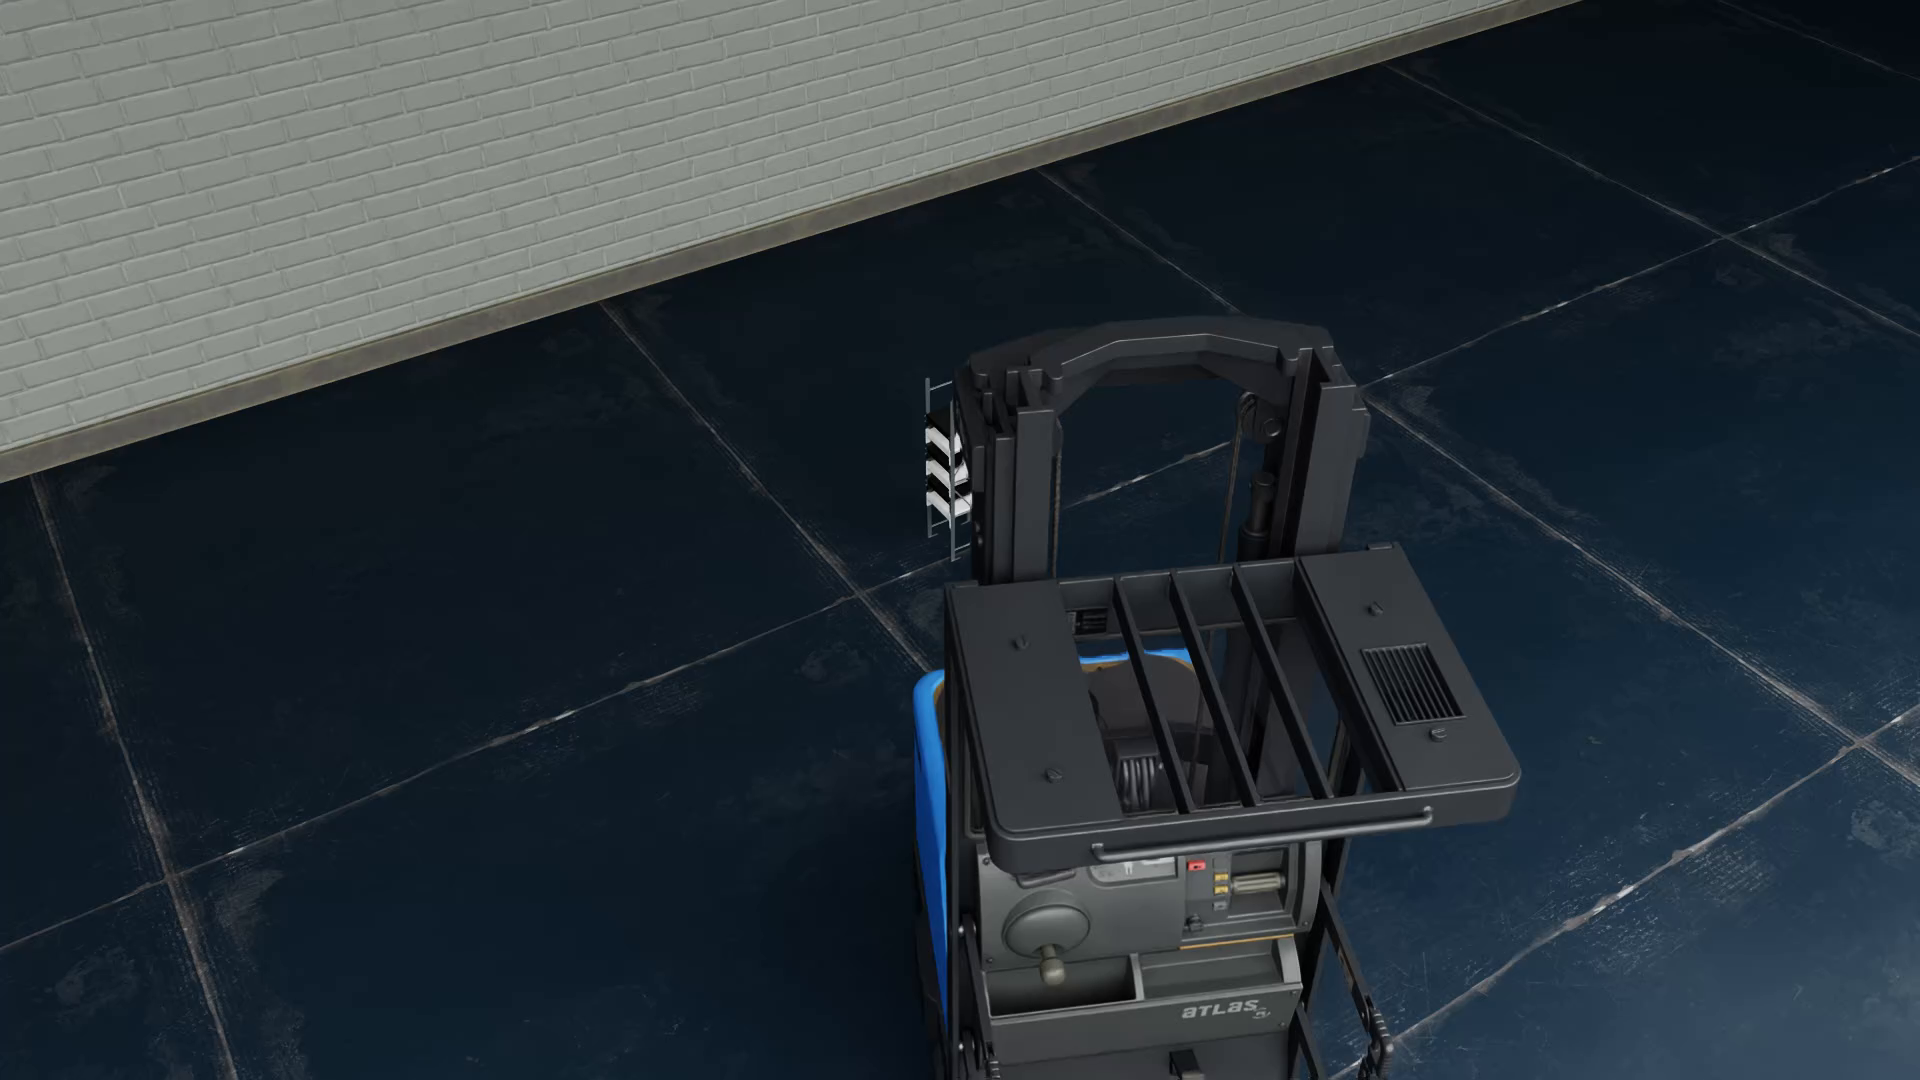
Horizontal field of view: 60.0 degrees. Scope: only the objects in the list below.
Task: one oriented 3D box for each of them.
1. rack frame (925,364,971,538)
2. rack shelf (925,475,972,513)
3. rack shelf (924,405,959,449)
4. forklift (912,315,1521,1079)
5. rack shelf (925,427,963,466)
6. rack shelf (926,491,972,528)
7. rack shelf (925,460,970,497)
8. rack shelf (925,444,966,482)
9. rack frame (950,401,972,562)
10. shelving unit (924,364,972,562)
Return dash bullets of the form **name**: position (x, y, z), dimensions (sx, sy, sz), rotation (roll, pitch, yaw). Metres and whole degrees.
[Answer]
- **rack frame**: position (-0.050, -0.396, 7.583), dimensions (0.240, 0.900, 0.006), rotation (-22, 45, -24)
- **rack shelf**: position (0.004, -0.247, 7.596), dimensions (0.258, 0.077, 0.200), rotation (-22, 45, -24)
- **rack shelf**: position (0.004, -0.523, 7.366), dimensions (0.258, 0.077, 0.200), rotation (-22, 45, -24)
- **forklift**: position (0.541, 1.032, 4.283), dimensions (1.130, 2.935, 3.031), rotation (-5, 40, -6)
- **rack shelf**: position (0.004, -0.454, 7.423), dimensions (0.258, 0.077, 0.200), rotation (-22, 45, -24)
- **rack shelf**: position (0.004, -0.177, 7.654), dimensions (0.258, 0.077, 0.200), rotation (-22, 45, -24)
- **rack shelf**: position (0.004, -0.316, 7.539), dimensions (0.258, 0.077, 0.200), rotation (-22, 45, -24)
- **rack shelf**: position (0.004, -0.385, 7.481), dimensions (0.258, 0.077, 0.200), rotation (-22, 45, -24)
- **rack frame**: position (0.059, -0.286, 7.451), dimensions (0.240, 0.900, 0.006), rotation (-22, 45, -24)
- **shelving unit**: position (0.004, -0.341, 7.517), dimensions (0.258, 0.900, 0.210), rotation (-22, 45, -24)
